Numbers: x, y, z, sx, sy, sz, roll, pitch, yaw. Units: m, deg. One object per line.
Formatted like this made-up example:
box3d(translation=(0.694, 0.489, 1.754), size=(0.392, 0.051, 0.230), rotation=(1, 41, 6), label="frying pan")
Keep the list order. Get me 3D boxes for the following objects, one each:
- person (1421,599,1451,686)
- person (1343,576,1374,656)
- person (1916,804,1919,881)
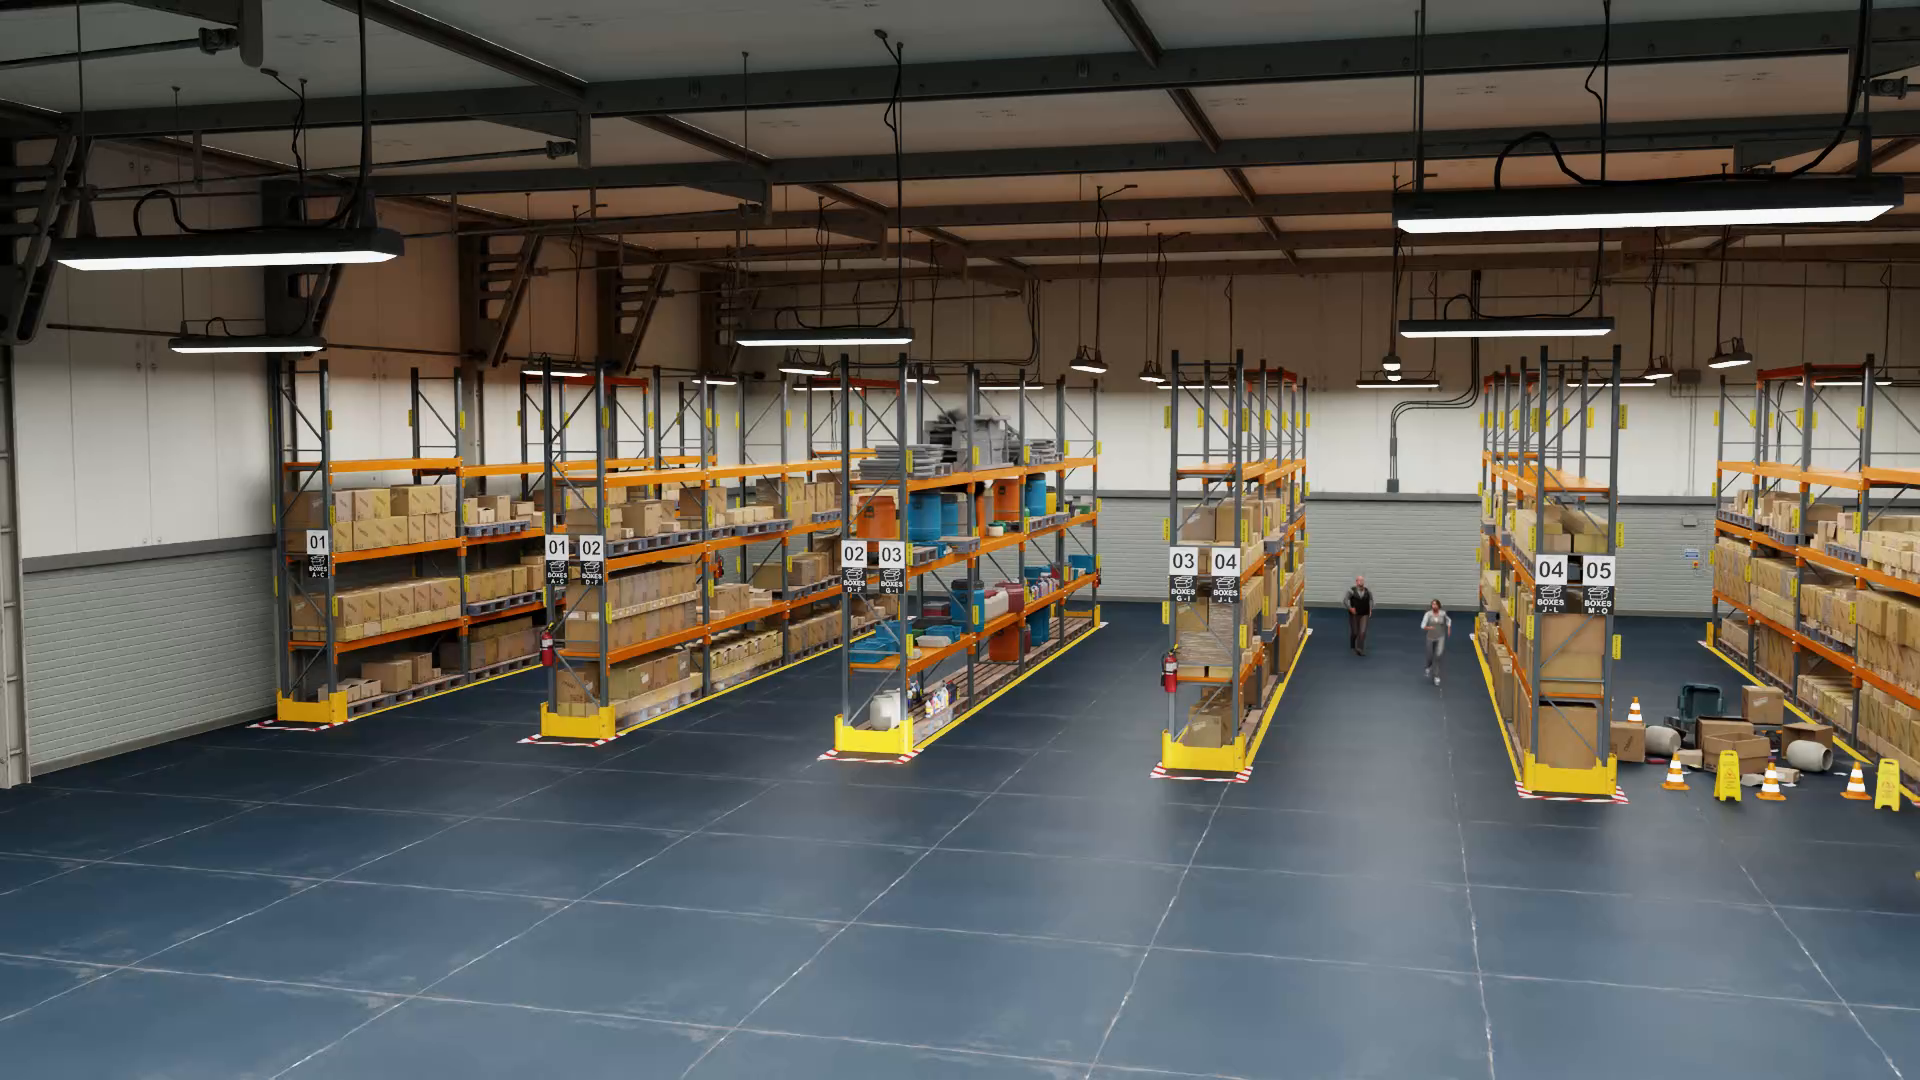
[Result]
box3d(translation=(9.078, 1.921, 31.734), size=(0.549, 1.619, 0.861), rotation=(1, 4, 15), label="person")
box3d(translation=(8.534, 1.610, 35.599), size=(0.659, 1.695, 0.706), rotation=(0, 4, 3), label="person")
box3d(translation=(9.970, 2.940, 16.760), size=(0.719, 1.737, 0.739), rotation=(-2, 5, -26), label="person")
